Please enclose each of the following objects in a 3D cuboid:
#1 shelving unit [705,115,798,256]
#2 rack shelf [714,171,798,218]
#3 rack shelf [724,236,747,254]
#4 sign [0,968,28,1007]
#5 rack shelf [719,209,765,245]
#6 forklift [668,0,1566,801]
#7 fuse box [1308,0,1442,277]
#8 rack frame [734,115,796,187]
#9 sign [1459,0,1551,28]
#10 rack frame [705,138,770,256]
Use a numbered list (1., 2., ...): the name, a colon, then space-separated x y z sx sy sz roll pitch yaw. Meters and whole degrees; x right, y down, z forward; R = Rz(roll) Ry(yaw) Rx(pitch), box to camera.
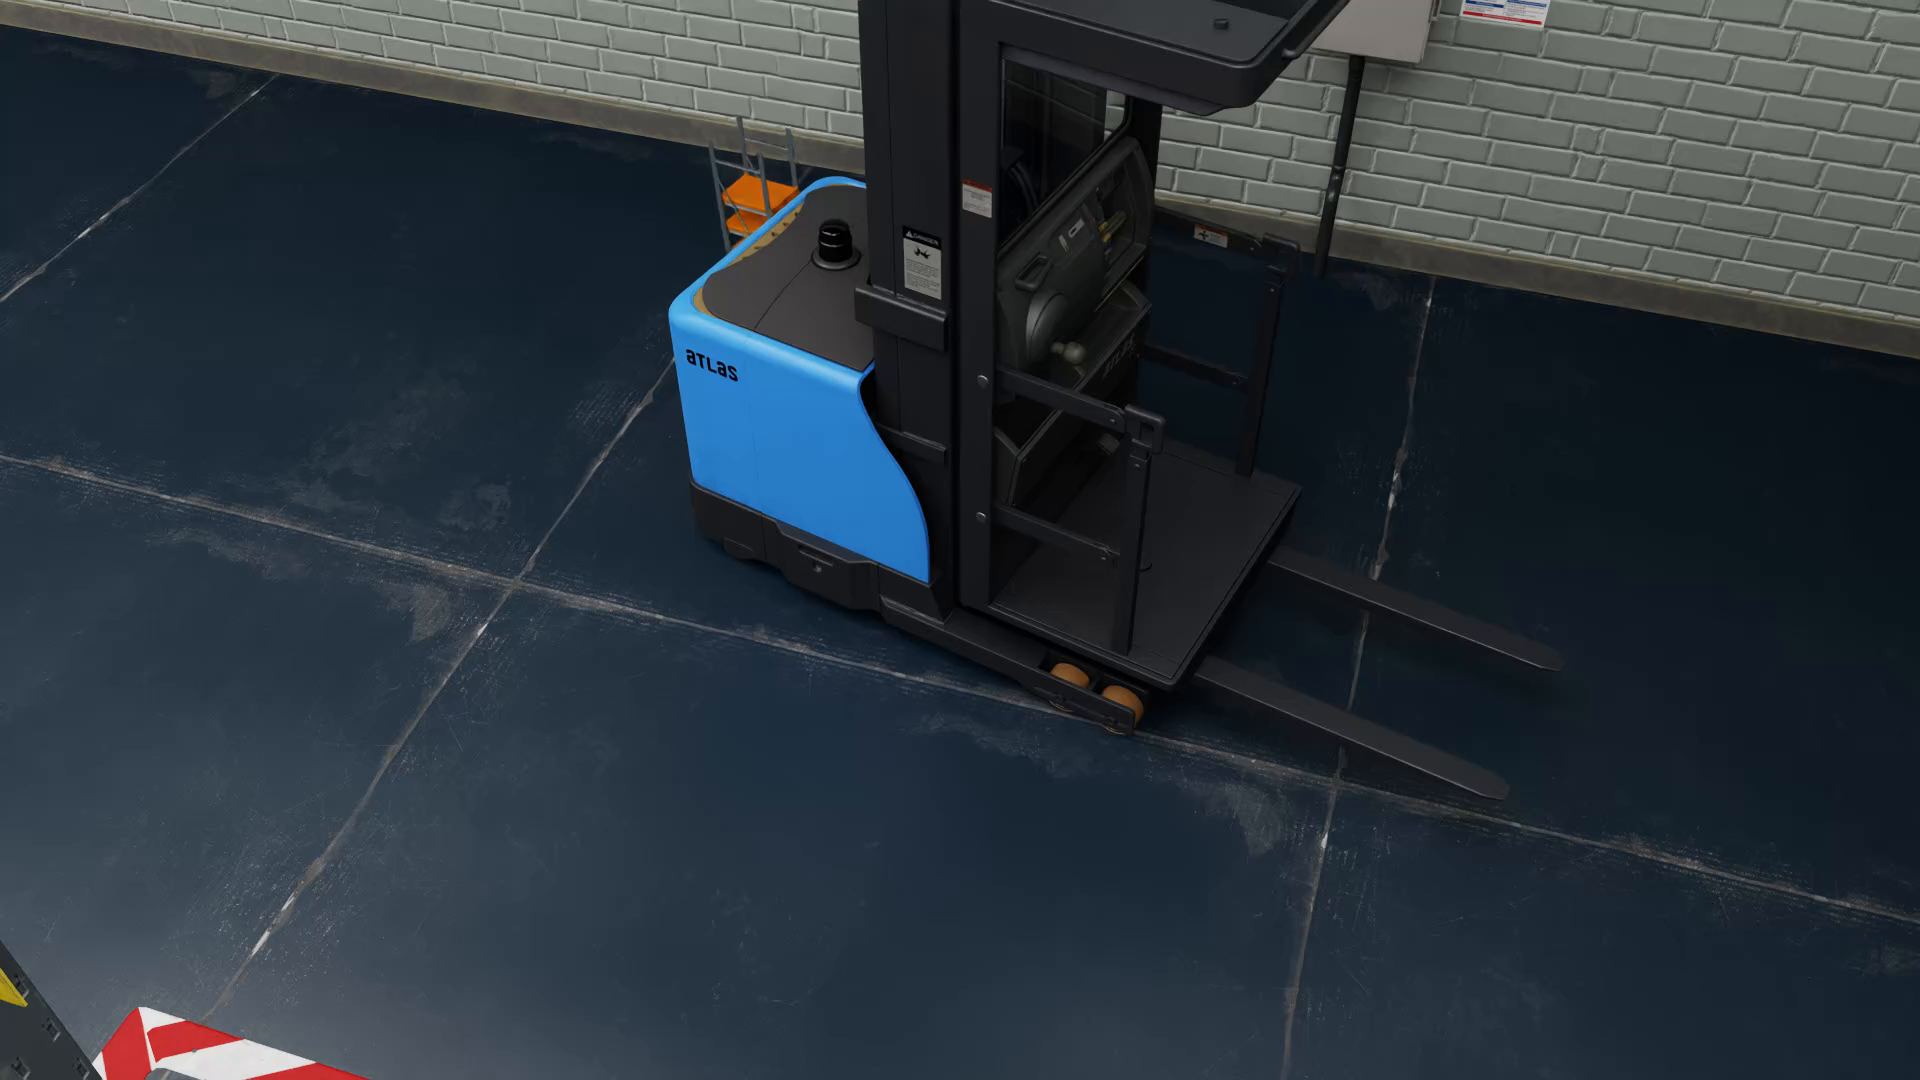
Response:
1. shelving unit: -0.741 -1.034 6.438 0.258 1.200 0.189 19 47 23
2. rack shelf: -0.759 -1.266 6.225 0.258 0.103 0.180 19 47 23
3. rack shelf: -0.745 -1.090 6.387 0.258 0.103 0.180 19 47 23
4. sign: -1.504 0.602 2.493 0.100 0.325 0.005 13 46 13
5. rack shelf: -0.752 -1.178 6.306 0.258 0.103 0.180 19 47 23
6. forklift: 0.541 -0.825 4.997 3.031 2.935 1.130 22 49 21
7. fuse box: 1.627 -1.785 6.850 0.539 1.711 0.414 13 46 13
8. rack frame: -0.696 -1.090 6.495 0.240 1.200 0.006 19 47 23
9. sign: 2.160 -2.245 6.467 0.329 0.494 0.001 13 46 13
10. rack frame: -0.786 -0.979 6.381 0.240 1.200 0.006 19 47 23
